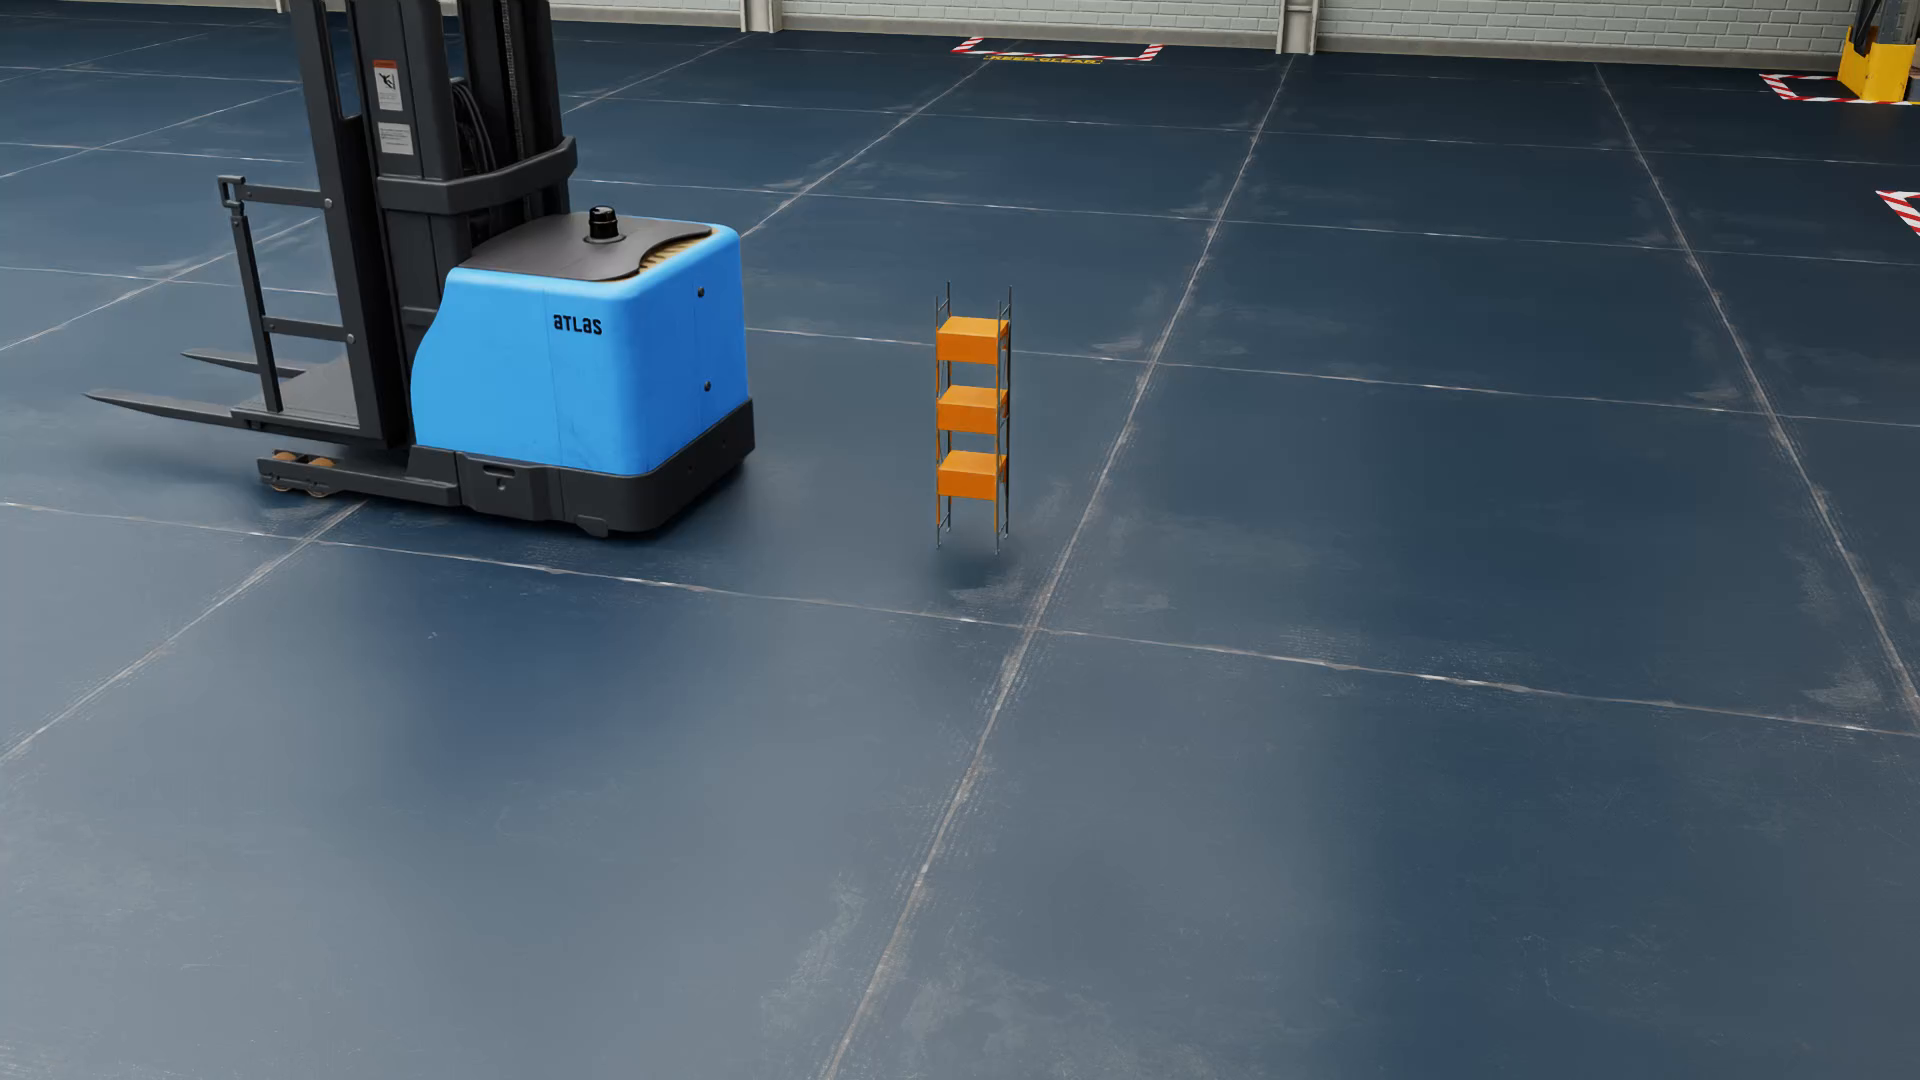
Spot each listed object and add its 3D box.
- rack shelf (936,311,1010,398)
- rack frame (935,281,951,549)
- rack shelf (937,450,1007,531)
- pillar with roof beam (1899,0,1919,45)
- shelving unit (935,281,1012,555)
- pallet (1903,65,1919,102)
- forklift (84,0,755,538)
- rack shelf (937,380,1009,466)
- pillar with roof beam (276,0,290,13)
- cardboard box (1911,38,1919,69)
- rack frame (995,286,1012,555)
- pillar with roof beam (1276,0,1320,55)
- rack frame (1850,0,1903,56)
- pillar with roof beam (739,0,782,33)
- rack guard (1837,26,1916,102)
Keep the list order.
[{"bbox_3d":[0.052,-0.715,6.395,0.240,0.259,0.215,6,26,13],"label":"rack shelf"},{"bbox_3d":[-0.066,-0.481,6.540,0.008,1.050,0.200,6,26,13],"label":"rack frame"},{"bbox_3d":[0.052,-0.208,6.636,0.240,0.259,0.215,6,26,13],"label":"rack shelf"},{"bbox_3d":[8.293,-6.795,10.554,0.400,9.000,9.100,6,26,13],"label":"pillar with roof beam"},{"bbox_3d":[0.052,-0.468,6.512,0.252,1.050,0.215,6,26,13],"label":"shelving unit"},{"bbox_3d":[9.323,-4.225,15.378,1.213,0.211,1.003,6,26,13],"label":"pallet"},{"bbox_3d":[-2.492,-1.708,6.927,3.031,2.935,1.130,9,27,18],"label":"forklift"},{"bbox_3d":[0.052,-0.459,6.517,0.240,0.259,0.215,6,26,13],"label":"rack shelf"},{"bbox_3d":[-9.140,-8.722,14.602,0.400,9.000,9.100,6,26,13],"label":"pillar with roof beam"},{"bbox_3d":[9.119,-4.467,15.258,0.500,0.311,0.500,3,26,7],"label":"cardboard box"},{"bbox_3d":[0.170,-0.455,6.485,0.008,1.050,0.200,6,26,13],"label":"rack frame"},{"bbox_3d":[2.482,-7.437,11.903,0.400,9.000,9.100,6,26,13],"label":"pillar with roof beam"},{"bbox_3d":[8.471,-5.593,15.009,0.127,3.000,1.000,6,26,13],"label":"rack frame"},{"bbox_3d":[-3.329,-8.080,13.253,0.400,9.000,9.100,6,26,13],"label":"pillar with roof beam"},{"bbox_3d":[8.545,-4.457,15.529,0.348,0.500,1.175,6,26,13],"label":"rack guard"}]
